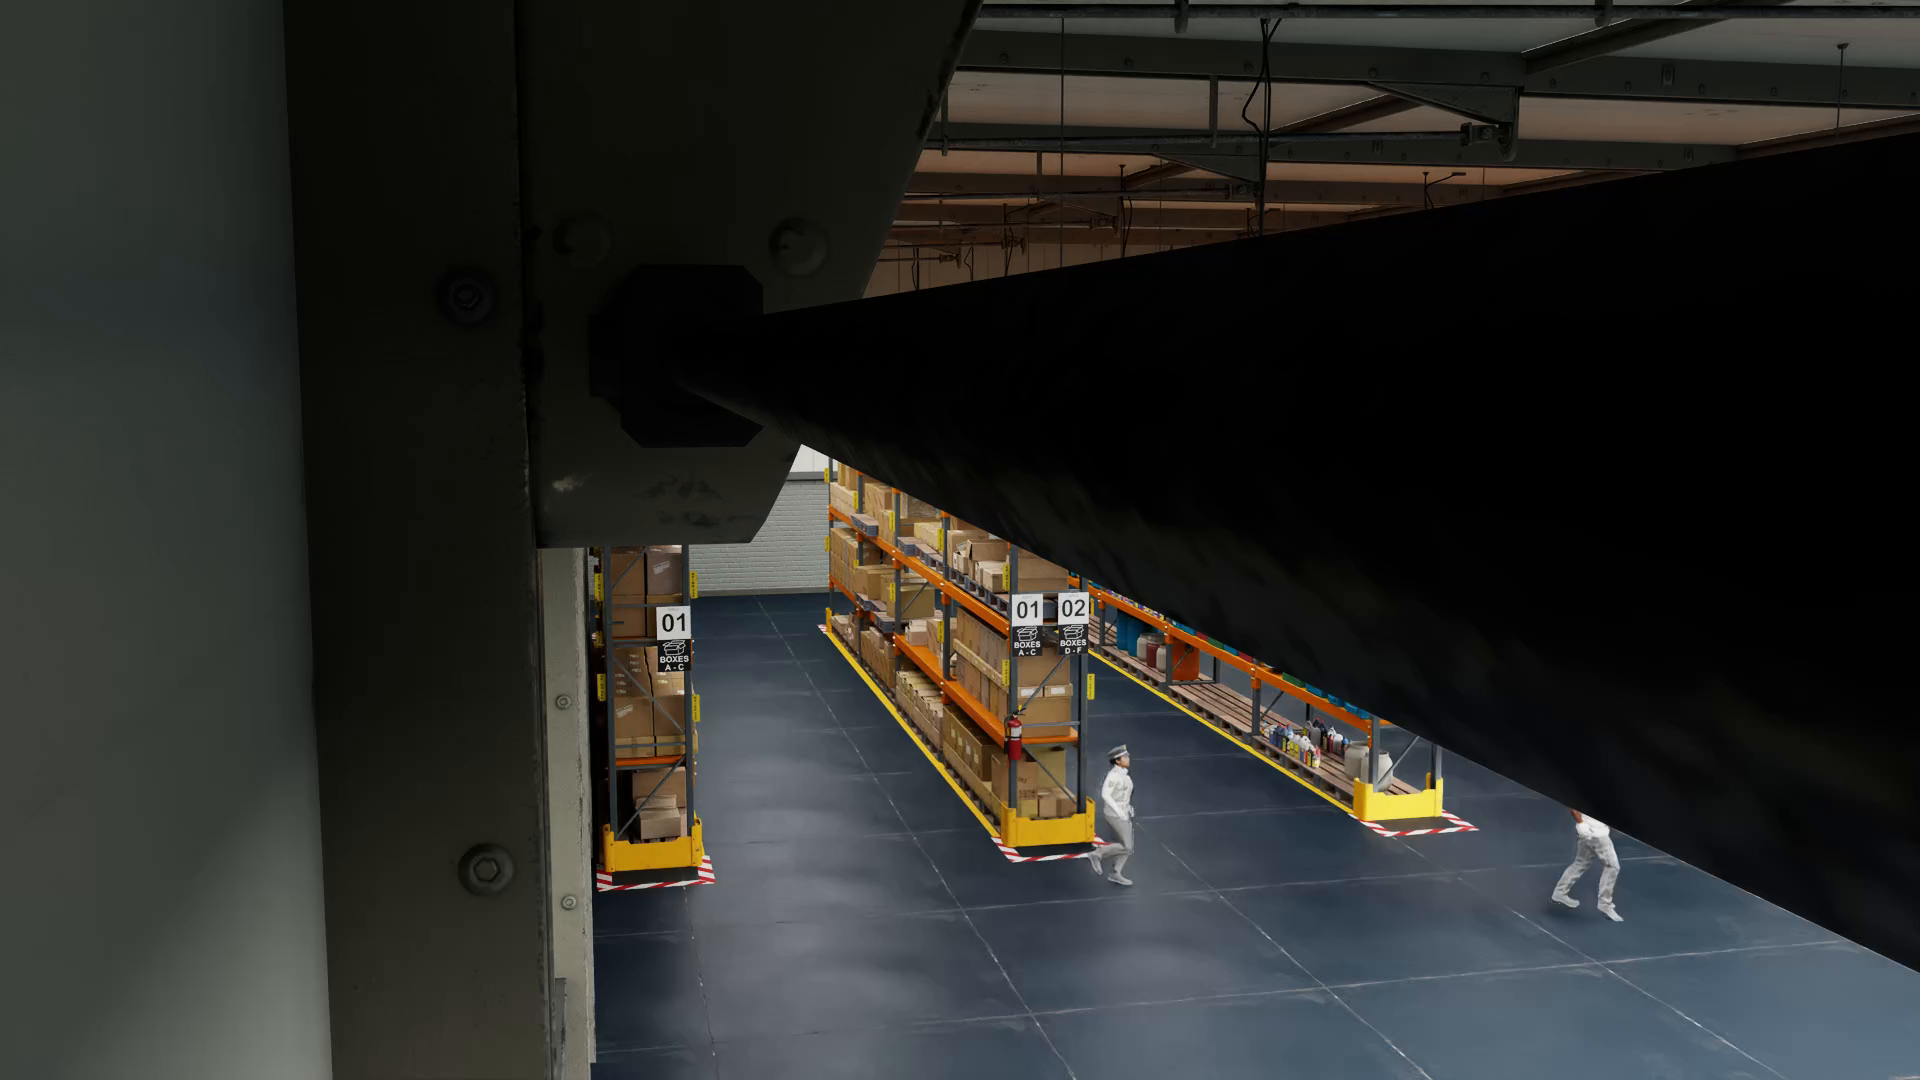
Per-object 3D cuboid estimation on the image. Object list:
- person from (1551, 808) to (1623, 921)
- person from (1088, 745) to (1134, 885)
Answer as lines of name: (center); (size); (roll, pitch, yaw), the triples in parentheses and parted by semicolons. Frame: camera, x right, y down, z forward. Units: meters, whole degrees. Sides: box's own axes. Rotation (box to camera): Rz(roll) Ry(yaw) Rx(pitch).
person: (7.001, 3.276, 18.414); (0.796, 1.842, 0.651); (2, 7, 13)
person: (1.783, 3.213, 19.510); (0.521, 1.677, 0.640); (2, 7, 17)
